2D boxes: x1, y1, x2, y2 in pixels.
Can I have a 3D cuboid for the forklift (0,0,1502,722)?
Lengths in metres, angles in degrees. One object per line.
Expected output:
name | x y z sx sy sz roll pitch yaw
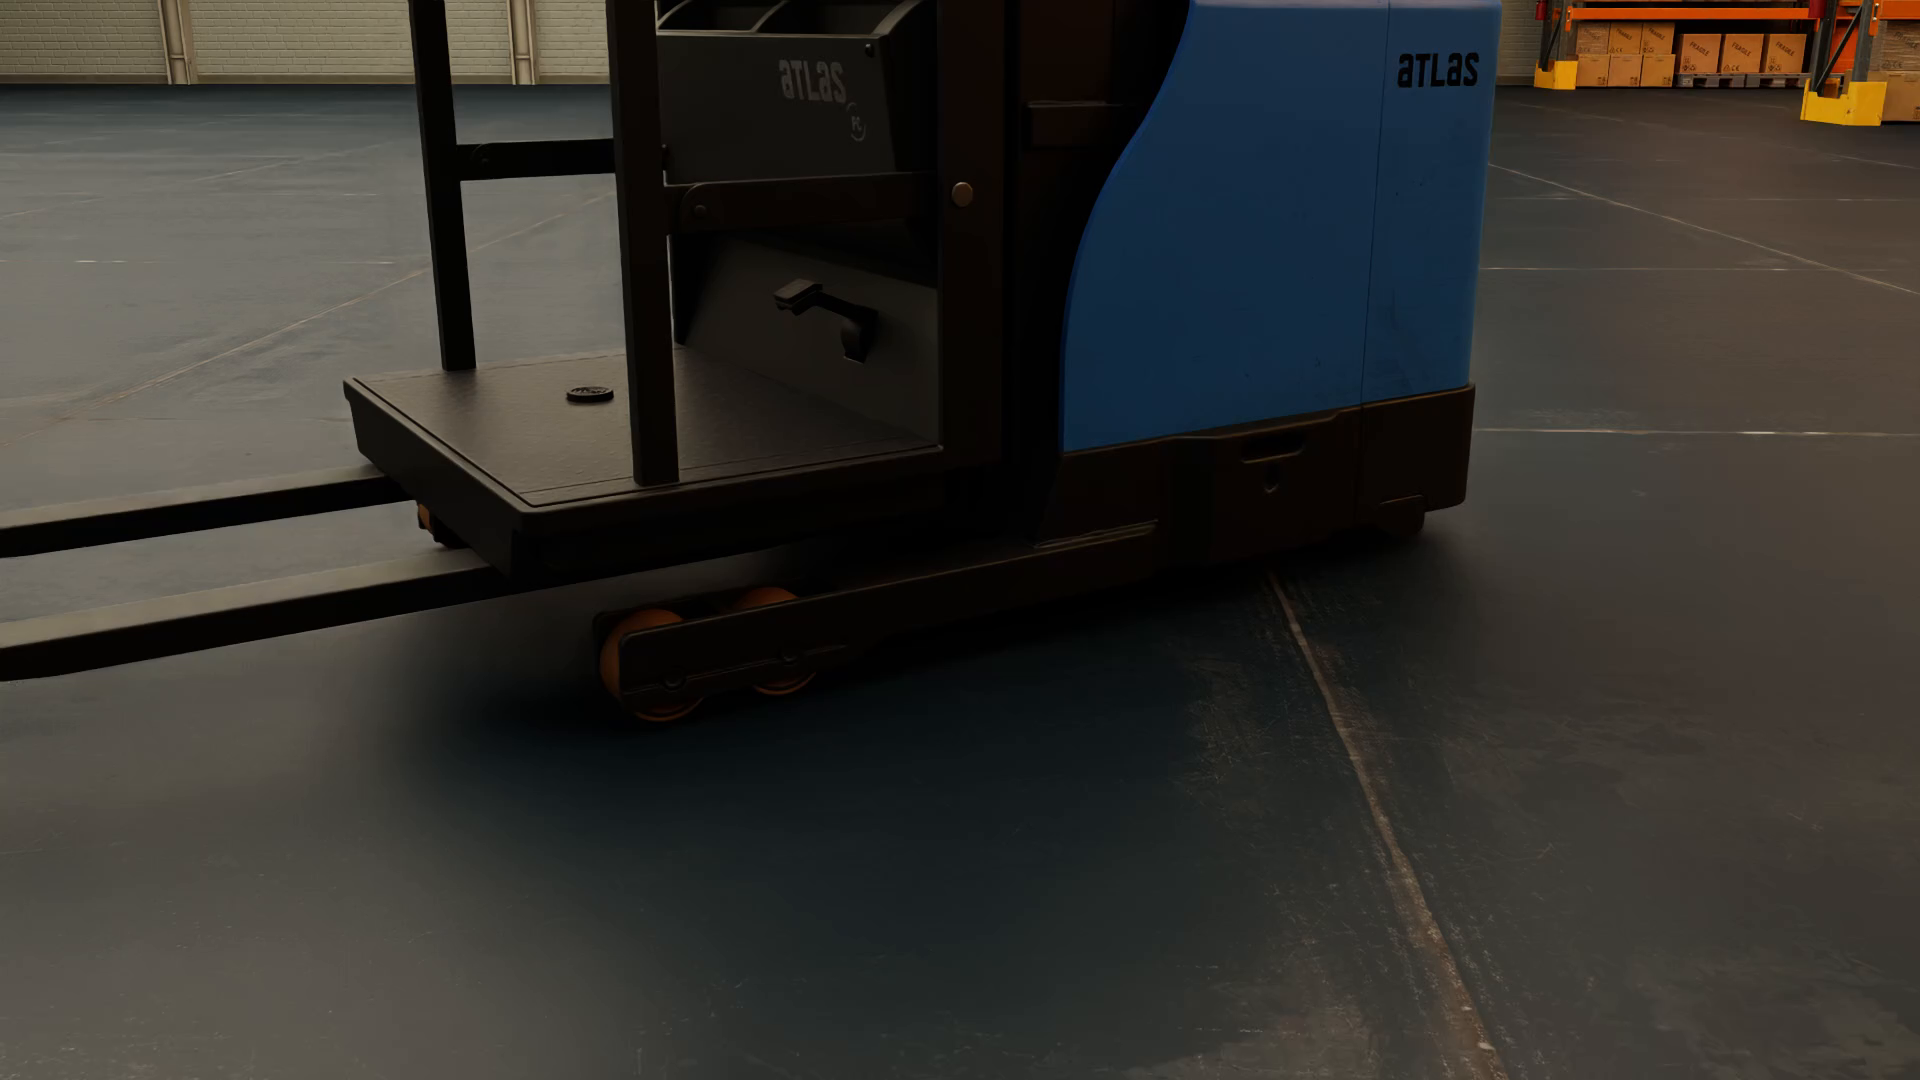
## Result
forklift | -0.483 -1.305 2.633 3.031 2.935 1.130 -11 20 -31
